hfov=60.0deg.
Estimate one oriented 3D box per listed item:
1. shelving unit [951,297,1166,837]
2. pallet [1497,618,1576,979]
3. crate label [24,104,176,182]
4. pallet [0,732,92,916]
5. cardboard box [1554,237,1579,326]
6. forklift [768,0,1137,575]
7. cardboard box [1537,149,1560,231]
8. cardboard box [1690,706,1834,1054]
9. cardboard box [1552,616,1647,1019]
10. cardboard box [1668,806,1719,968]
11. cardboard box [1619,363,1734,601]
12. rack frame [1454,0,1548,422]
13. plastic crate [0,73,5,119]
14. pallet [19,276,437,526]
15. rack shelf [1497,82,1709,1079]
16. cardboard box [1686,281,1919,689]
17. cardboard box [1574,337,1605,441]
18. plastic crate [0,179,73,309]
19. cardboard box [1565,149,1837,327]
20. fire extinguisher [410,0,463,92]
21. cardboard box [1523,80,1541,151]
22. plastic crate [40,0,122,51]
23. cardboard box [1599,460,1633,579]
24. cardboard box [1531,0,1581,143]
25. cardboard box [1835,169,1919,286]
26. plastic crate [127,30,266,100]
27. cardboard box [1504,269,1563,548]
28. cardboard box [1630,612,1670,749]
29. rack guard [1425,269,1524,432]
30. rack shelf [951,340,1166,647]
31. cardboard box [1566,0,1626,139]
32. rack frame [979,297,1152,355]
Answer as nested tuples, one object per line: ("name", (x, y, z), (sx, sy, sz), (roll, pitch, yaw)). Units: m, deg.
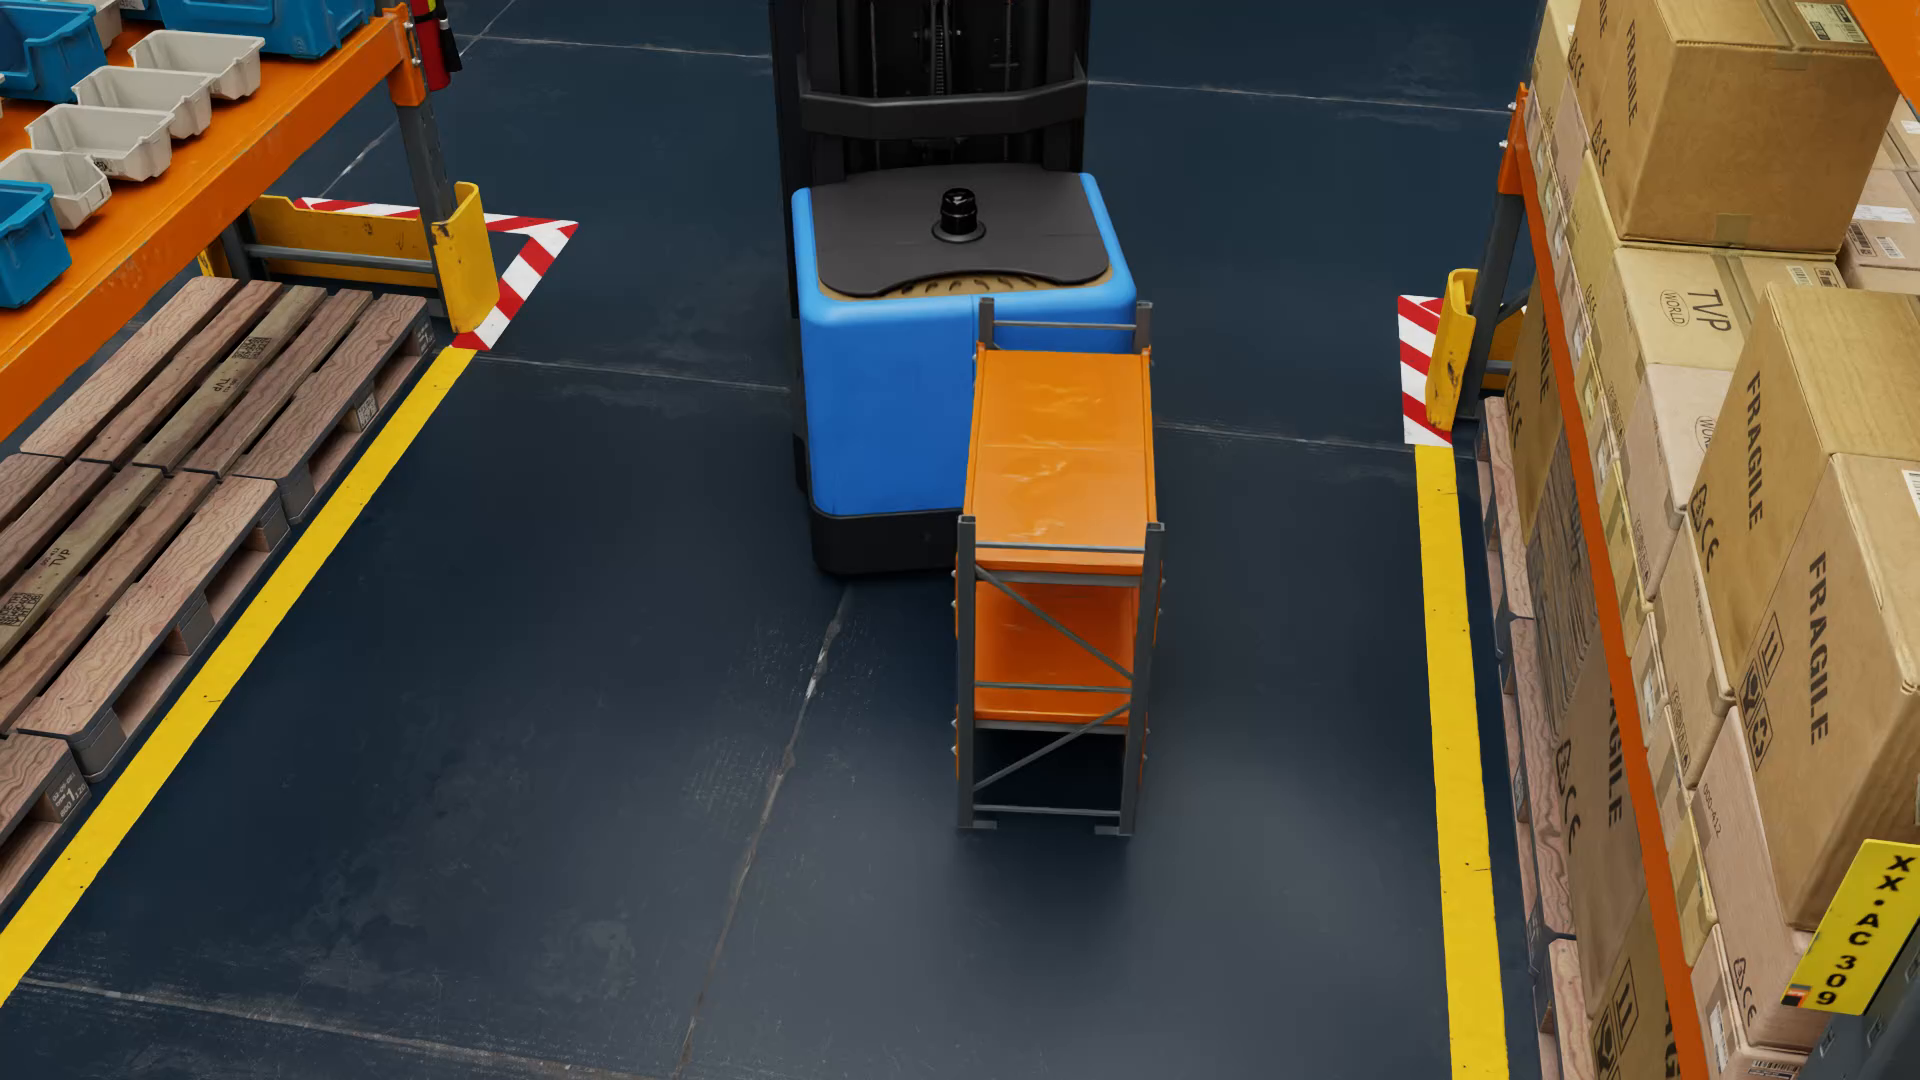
("shelving unit", (0.275, 0.068, 4.785), (0.538, 1.125, 1.048), (2, 40, 3))
("pallet", (2.086, 0.749, 4.679), (1.003, 0.211, 1.213), (6, 40, 8))
("crate label", (-2.569, -1.178, 4.981), (0.396, 0.136, 0.243), (6, 40, 8))
("pallet", (-3.120, 0.973, 4.407), (1.003, 0.211, 1.213), (6, 40, 8))
("cardboard box", (1.799, -0.672, 4.405), (0.380, 0.149, 0.250), (6, 40, 7))
("forklift", (-0.131, -1.949, 5.807), (1.130, 2.935, 3.031), (-4, 40, -5))
("cardboard box", (1.888, -0.995, 4.796), (0.380, 0.149, 0.250), (6, 40, 7))
("cardboard box", (1.487, 0.548, 2.618), (0.500, 0.250, 0.500), (6, 40, 7))
("cardboard box", (2.017, 0.597, 4.011), (0.875, 0.875, 0.875), (6, 40, 8))
("cardboard box", (1.443, 0.618, 2.846), (0.380, 0.149, 0.250), (7, 40, 9))
("cardboard box", (1.662, -0.098, 3.398), (0.500, 0.250, 0.500), (7, 40, 9))
("rack frame", (2.361, -1.600, 5.331), (1.000, 3.000, 0.127), (6, 40, 8))
("plastic crate", (-3.139, -1.331, 5.166), (0.250, 0.136, 0.298), (6, 40, 8))
("pallet", (-2.698, -0.558, 6.259), (1.003, 0.211, 1.213), (6, 40, 8))
("rack shelf", (2.015, -0.067, 4.042), (1.077, 0.370, 4.000), (6, 40, 8))
("cardboard box", (1.576, -0.067, 2.773), (0.500, 0.500, 0.500), (7, 40, 8))
("cardboard box", (1.710, -0.351, 4.018), (0.380, 0.149, 0.250), (5, 40, 7))
("plastic crate", (-2.620, -0.787, 4.433), (0.416, 0.233, 0.300), (6, 40, 8))
("cardboard box", (1.838, -0.743, 4.179), (0.500, 0.250, 0.500), (5, 40, 6))
("fire extinguisher", (-2.044, -2.017, 6.189), (0.296, 0.674, 0.183), (6, 40, 8))
("cardboard box", (1.974, -1.317, 5.186), (0.380, 0.149, 0.250), (7, 40, 8))
("plastic crate", (-3.021, -1.757, 5.680), (0.250, 0.136, 0.298), (6, 40, 8))
("cardboard box", (1.621, -0.027, 3.625), (0.380, 0.149, 0.250), (6, 40, 7))
("cardboard box", (2.012, -1.385, 4.956), (0.500, 0.250, 0.500), (5, 40, 6))
("cardboard box", (2.362, -0.686, 4.109), (0.500, 0.250, 0.500), (5, 40, 6))
("plastic crate", (-2.480, -1.536, 5.413), (0.396, 0.136, 0.243), (6, 40, 8))
("cardboard box", (2.329, -0.532, 5.378), (0.875, 0.875, 0.875), (6, 40, 8))
("cardboard box", (1.532, 0.296, 3.235), (0.380, 0.149, 0.250), (7, 40, 9))
("rack guard", (2.365, -0.652, 6.146), (1.175, 0.500, 0.348), (6, 40, 8))
("rack shelf", (0.275, -0.157, 4.598), (0.538, 0.278, 1.000), (2, 40, 3))
("cardboard box", (1.925, -1.360, 4.337), (0.500, 0.500, 0.500), (5, 40, 7))
("rack frame", (0.306, -0.255, 5.176), (0.500, 1.125, 0.032), (2, 40, 3))
